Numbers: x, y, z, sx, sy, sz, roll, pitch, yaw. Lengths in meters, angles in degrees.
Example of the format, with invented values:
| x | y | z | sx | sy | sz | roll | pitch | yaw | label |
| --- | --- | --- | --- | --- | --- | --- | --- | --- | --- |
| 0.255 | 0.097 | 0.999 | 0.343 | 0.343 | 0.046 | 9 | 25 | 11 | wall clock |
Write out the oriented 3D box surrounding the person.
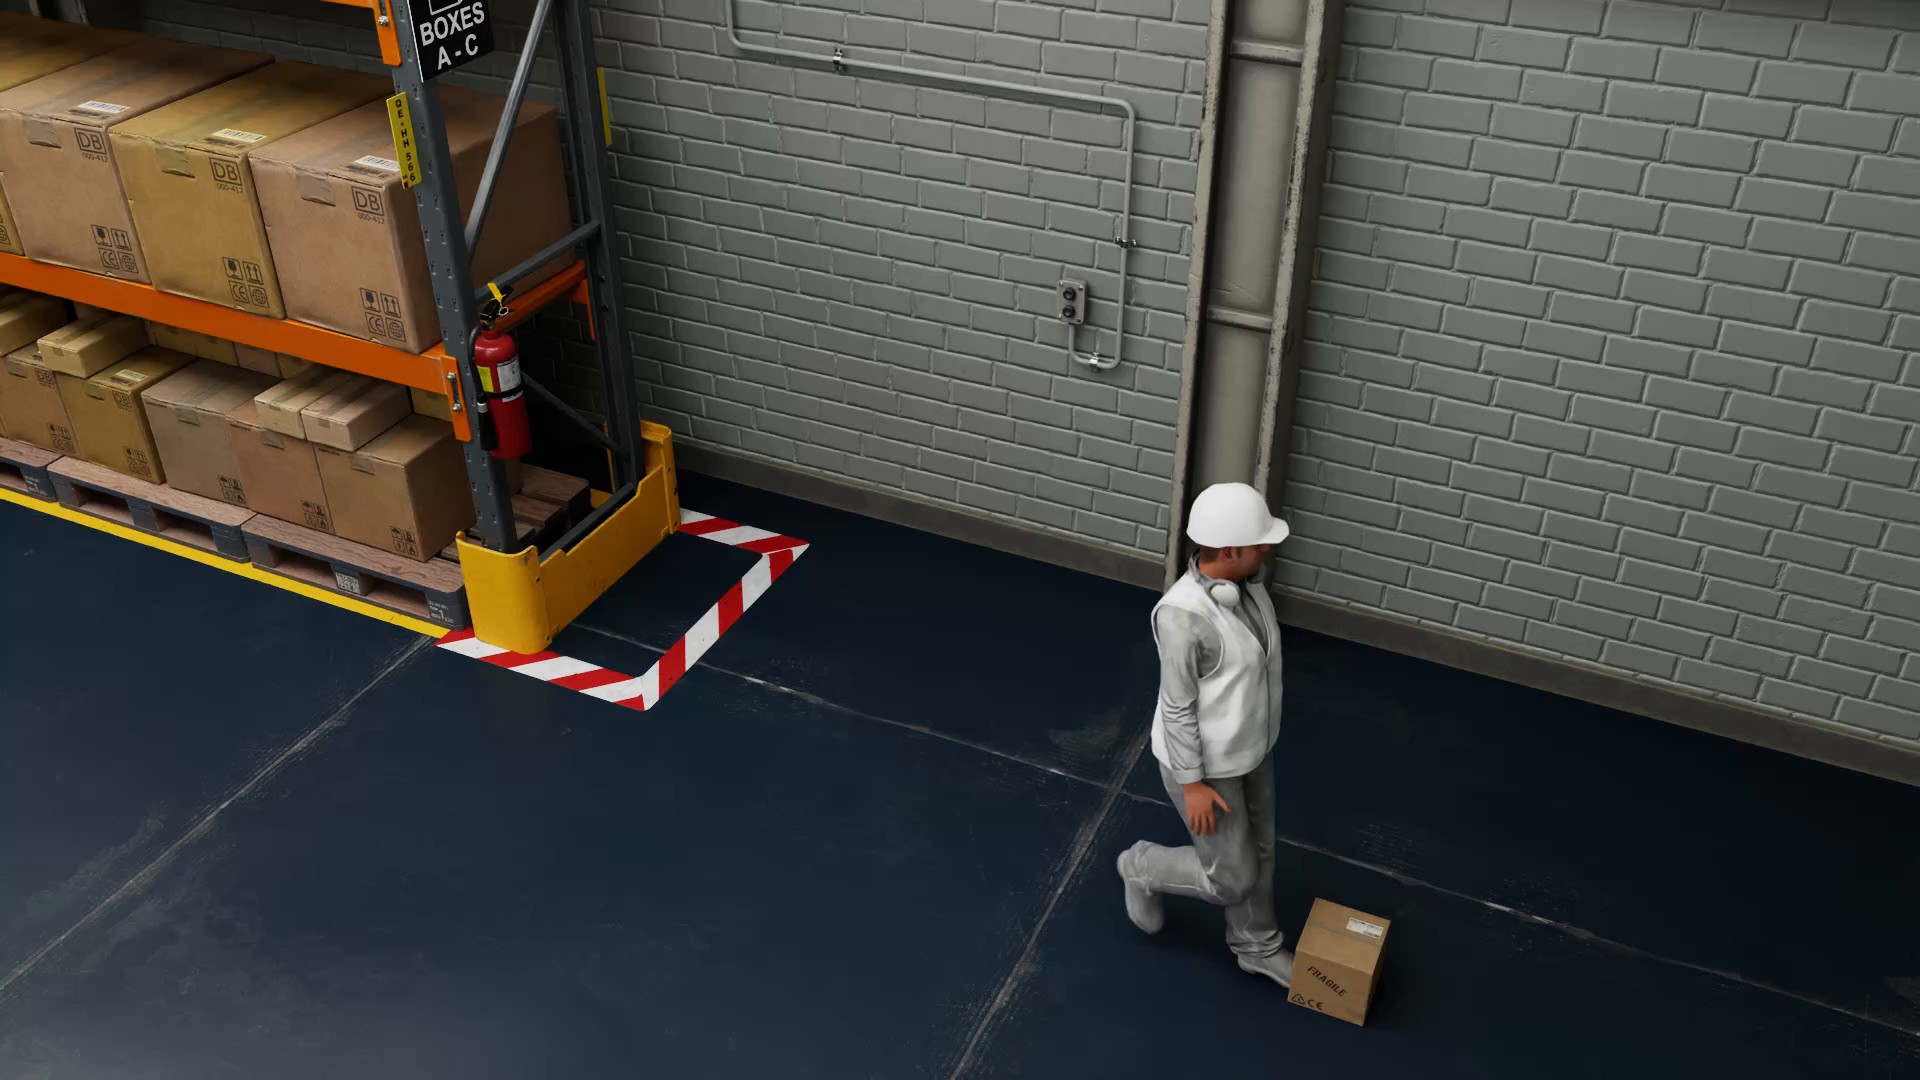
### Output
| x | y | z | sx | sy | sz | roll | pitch | yaw | label |
| --- | --- | --- | --- | --- | --- | --- | --- | --- | --- |
| 0.874 | 0.654 | 5.134 | 0.735 | 1.748 | 0.609 | 20 | 38 | 27 | person |
